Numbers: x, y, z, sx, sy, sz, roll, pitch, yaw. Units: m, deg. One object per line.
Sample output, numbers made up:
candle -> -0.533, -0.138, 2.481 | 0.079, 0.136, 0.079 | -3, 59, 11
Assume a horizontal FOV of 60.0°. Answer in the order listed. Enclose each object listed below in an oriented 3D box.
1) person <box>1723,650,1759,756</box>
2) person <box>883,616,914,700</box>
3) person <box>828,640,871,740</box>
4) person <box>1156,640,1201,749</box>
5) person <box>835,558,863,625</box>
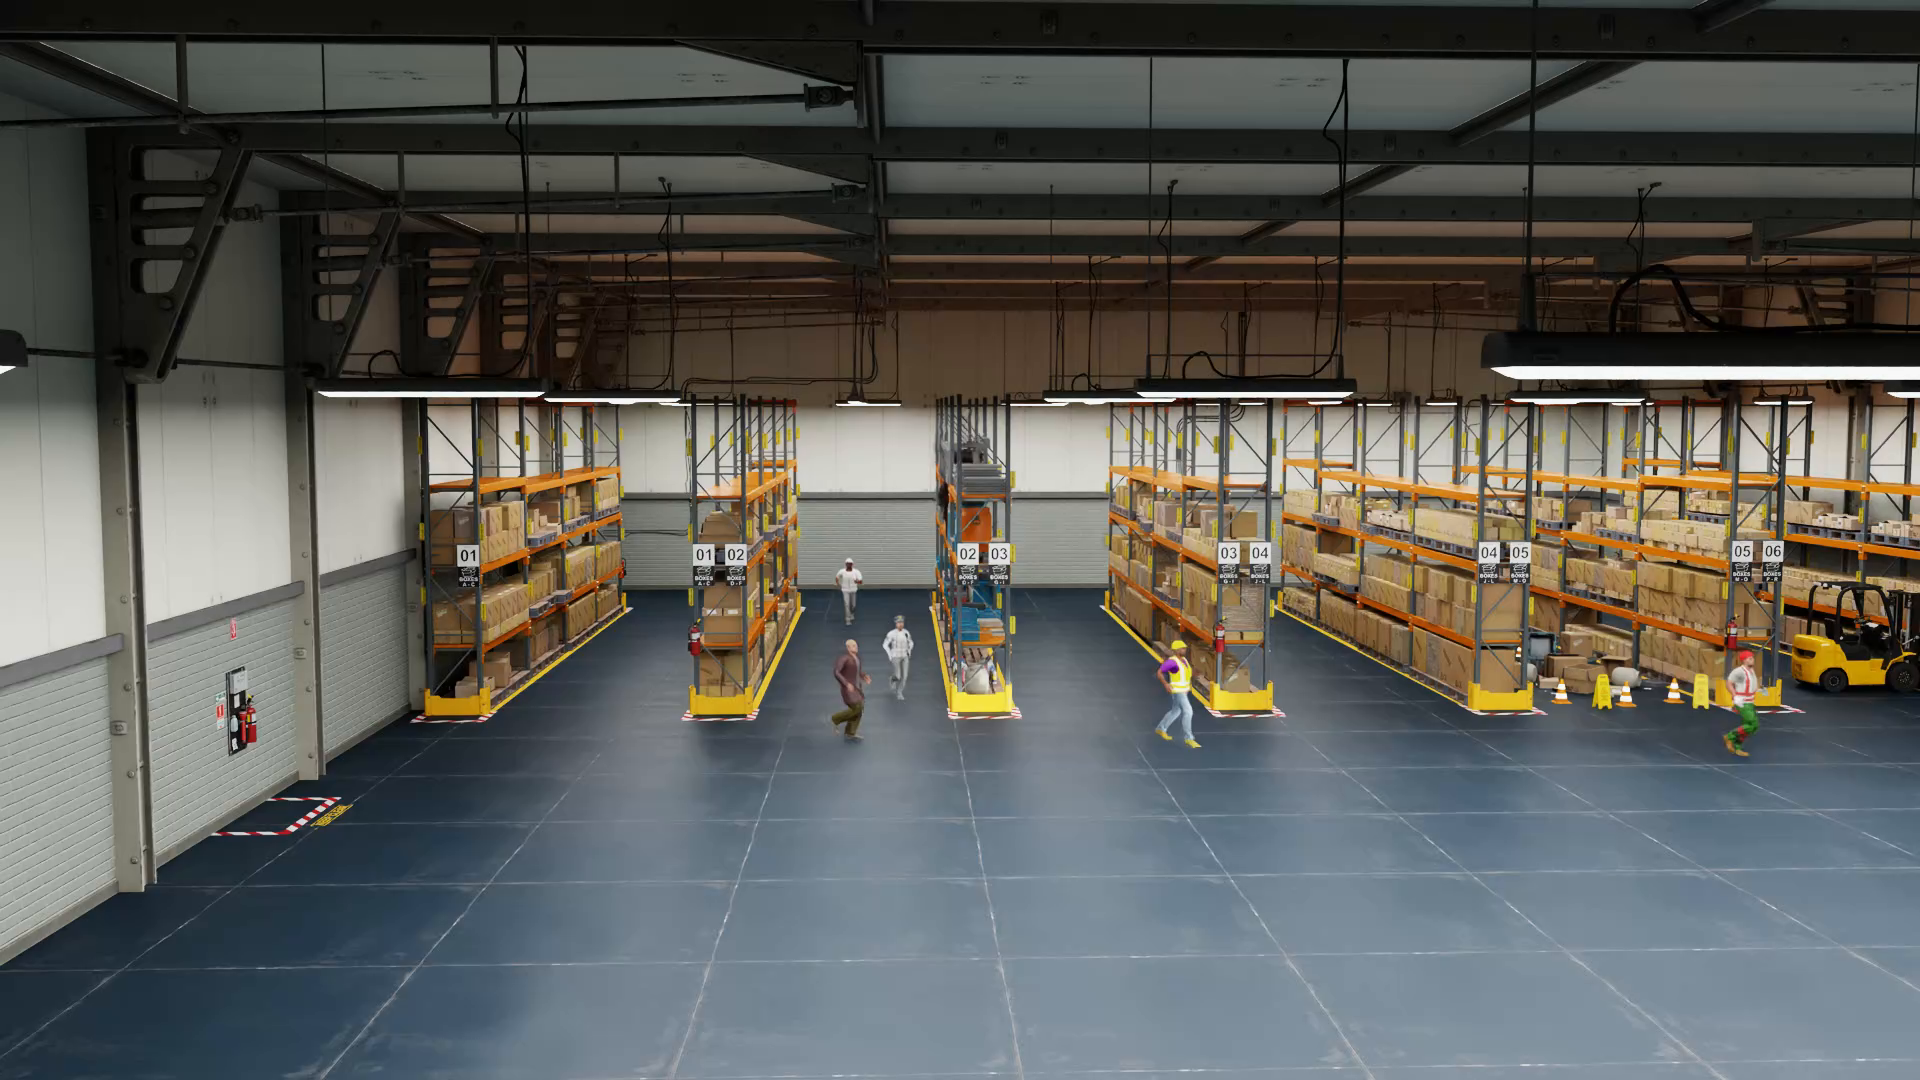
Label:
person -> 12.952, 2.690, 27.444 | 0.637, 1.748, 0.527 | -4, 6, -45
person -> -1.200, 2.314, 32.930 | 0.615, 1.657, 0.555 | -2, 5, -20
person -> -1.906, 2.591, 28.840 | 0.685, 1.750, 0.704 | 2, 5, 24
person -> 3.721, 2.600, 28.249 | 0.879, 1.803, 0.682 | 2, 5, 27
person -> -2.941, 1.360, 44.154 | 0.711, 1.748, 0.963 | -1, 5, -9
